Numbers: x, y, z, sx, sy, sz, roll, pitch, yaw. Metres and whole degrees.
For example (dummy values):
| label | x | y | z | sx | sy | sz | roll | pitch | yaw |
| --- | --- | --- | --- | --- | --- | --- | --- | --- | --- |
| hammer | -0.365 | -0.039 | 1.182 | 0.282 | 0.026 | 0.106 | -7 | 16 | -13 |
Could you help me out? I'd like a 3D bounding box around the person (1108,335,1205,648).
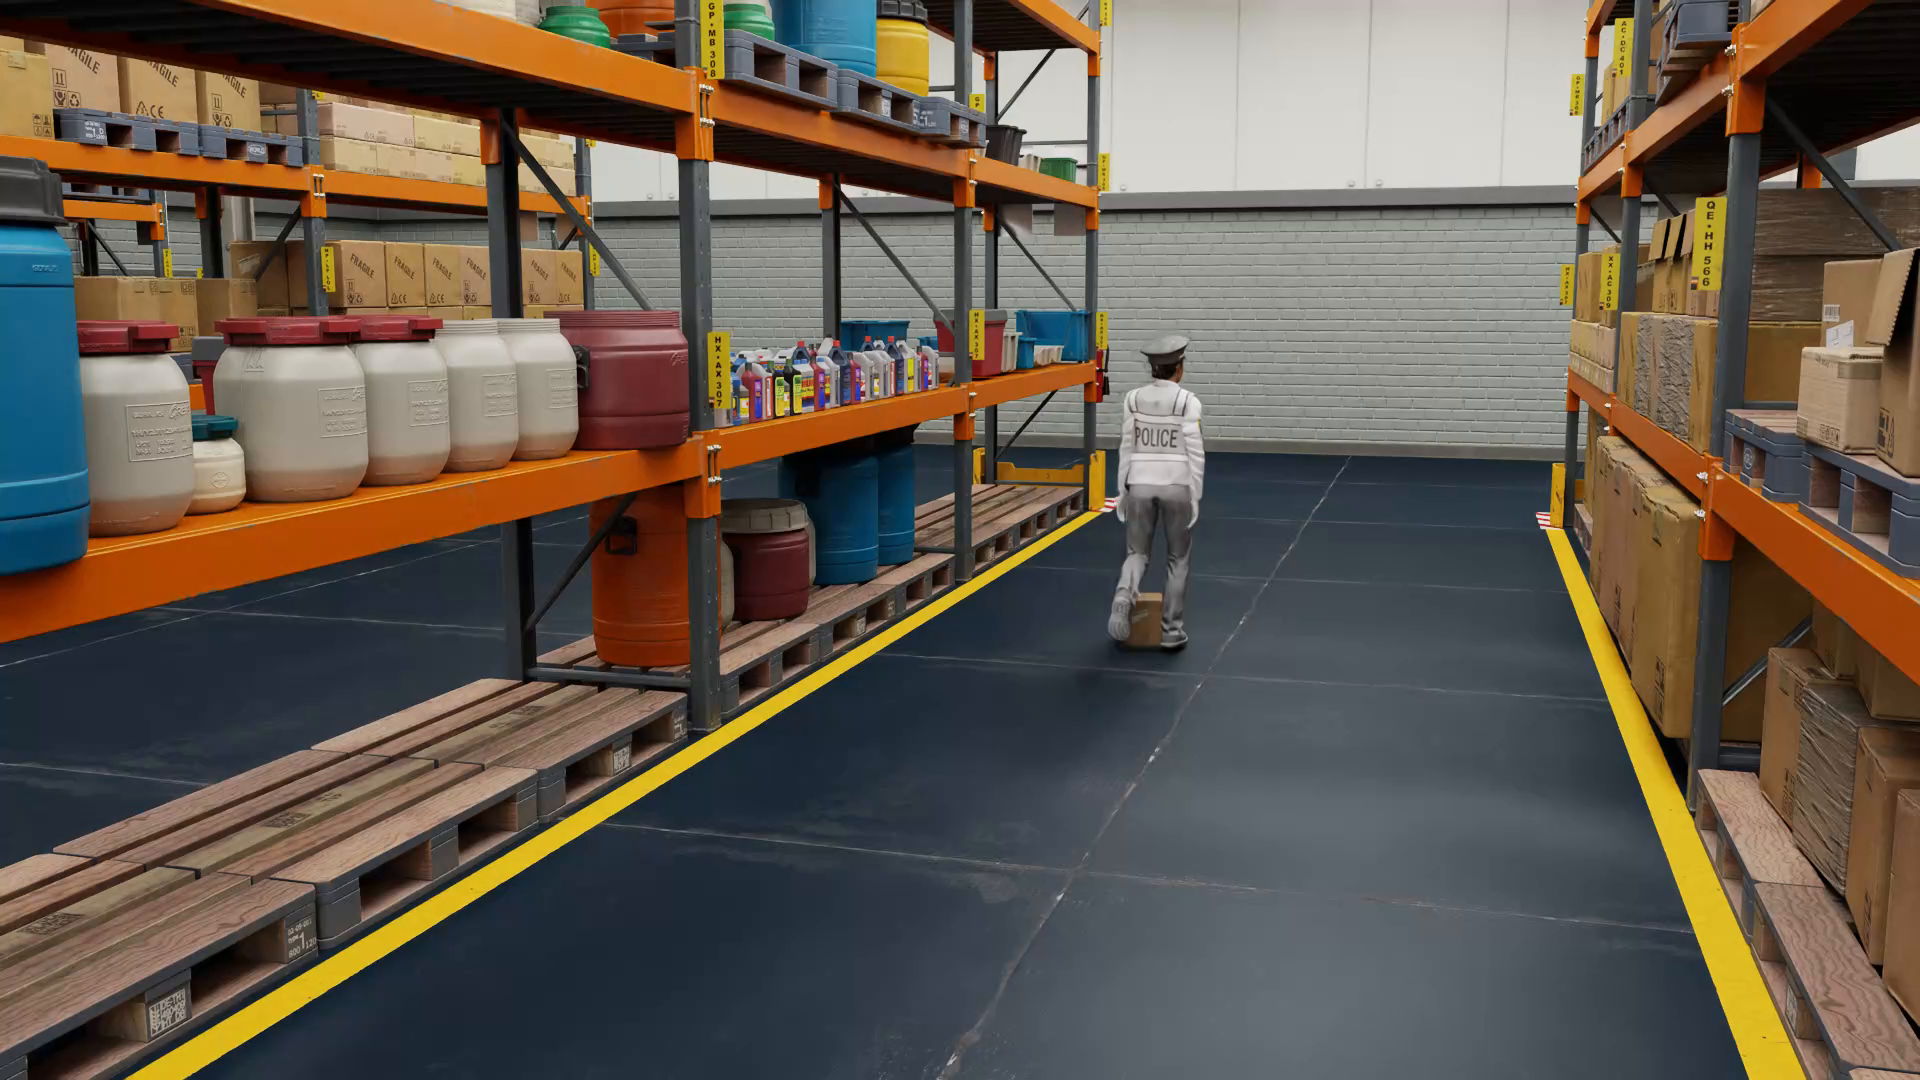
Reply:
| label | x | y | z | sx | sy | sz | roll | pitch | yaw |
| --- | --- | --- | --- | --- | --- | --- | --- | --- | --- |
| person | 1.035 | -0.240 | 8.772 | 0.500 | 1.666 | 0.599 | 4 | 9 | 25 |
